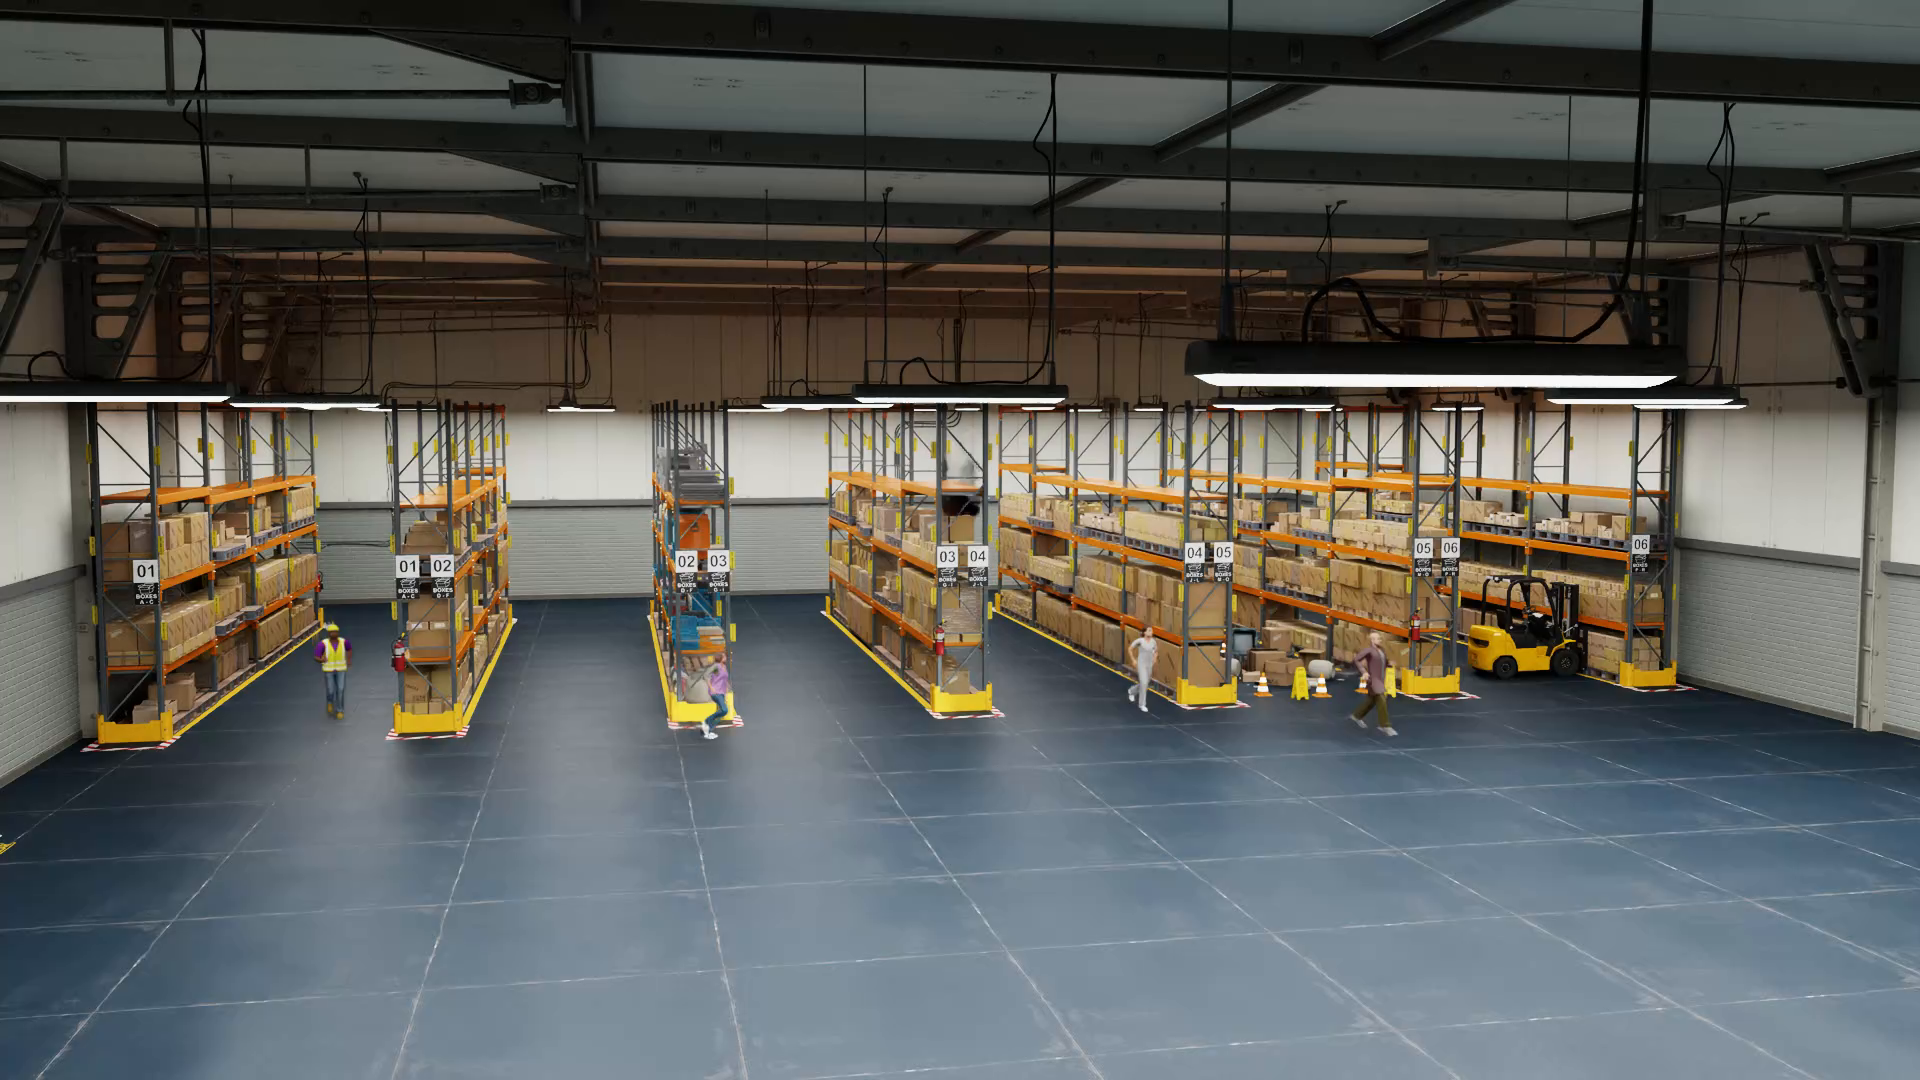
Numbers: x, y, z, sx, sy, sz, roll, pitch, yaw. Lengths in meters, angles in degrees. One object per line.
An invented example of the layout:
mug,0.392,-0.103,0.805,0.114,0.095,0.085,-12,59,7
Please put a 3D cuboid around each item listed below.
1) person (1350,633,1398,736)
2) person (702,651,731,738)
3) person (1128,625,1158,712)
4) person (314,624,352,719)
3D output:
person,7.448,2.561,29.861,1.006,1.799,0.691,3,5,38
person,-4.273,2.737,29.523,0.484,1.512,0.552,1,5,18
person,3.585,2.476,32.481,0.603,1.664,0.803,-2,5,-25
person,-11.746,2.451,31.226,0.703,1.739,1.007,-2,5,-28
